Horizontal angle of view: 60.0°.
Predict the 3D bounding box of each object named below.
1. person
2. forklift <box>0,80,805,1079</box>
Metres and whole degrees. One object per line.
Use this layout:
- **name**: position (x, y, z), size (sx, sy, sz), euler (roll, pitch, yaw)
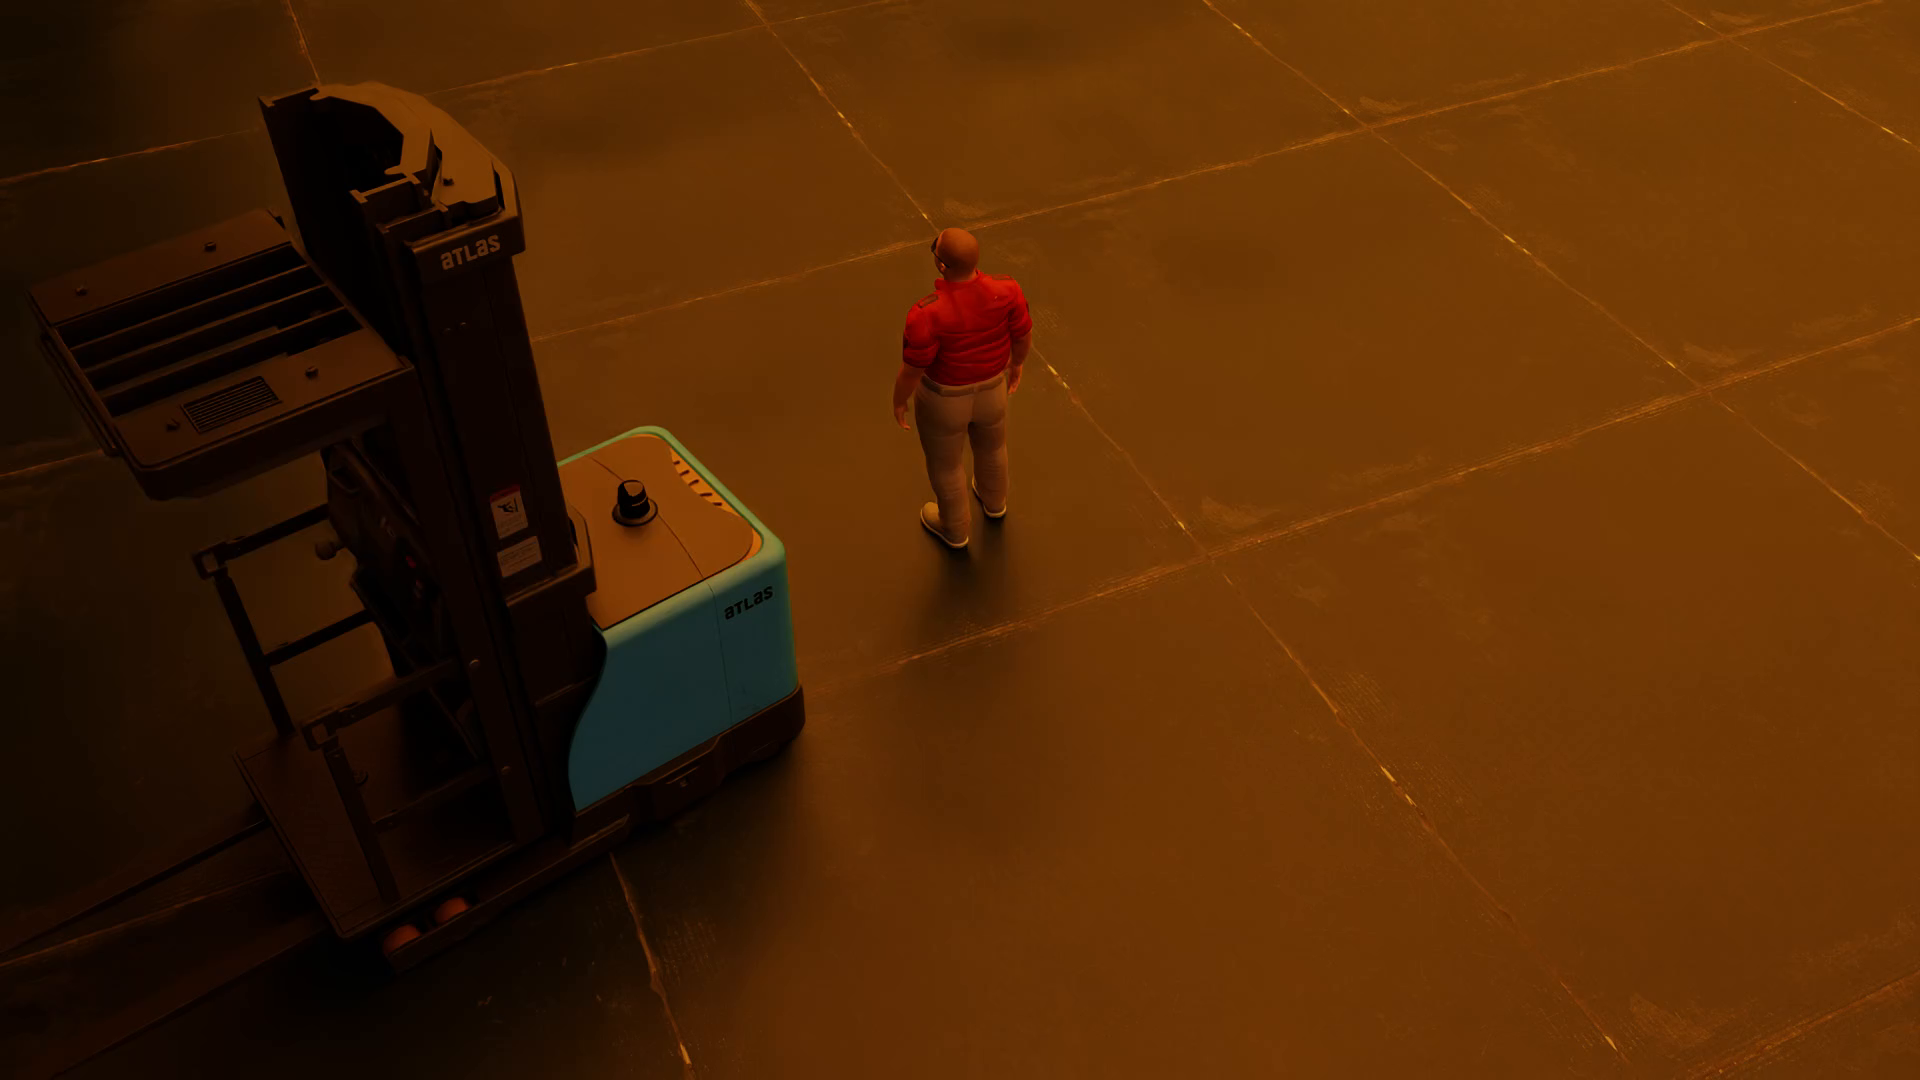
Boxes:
- **person**: position (-0.028, -0.697, 7.296), size (0.641, 1.727, 0.550), euler (-18, 46, -18)
- **forklift**: position (-2.118, 0.097, 5.576), size (3.031, 2.935, 1.130), euler (-28, 50, -27)
